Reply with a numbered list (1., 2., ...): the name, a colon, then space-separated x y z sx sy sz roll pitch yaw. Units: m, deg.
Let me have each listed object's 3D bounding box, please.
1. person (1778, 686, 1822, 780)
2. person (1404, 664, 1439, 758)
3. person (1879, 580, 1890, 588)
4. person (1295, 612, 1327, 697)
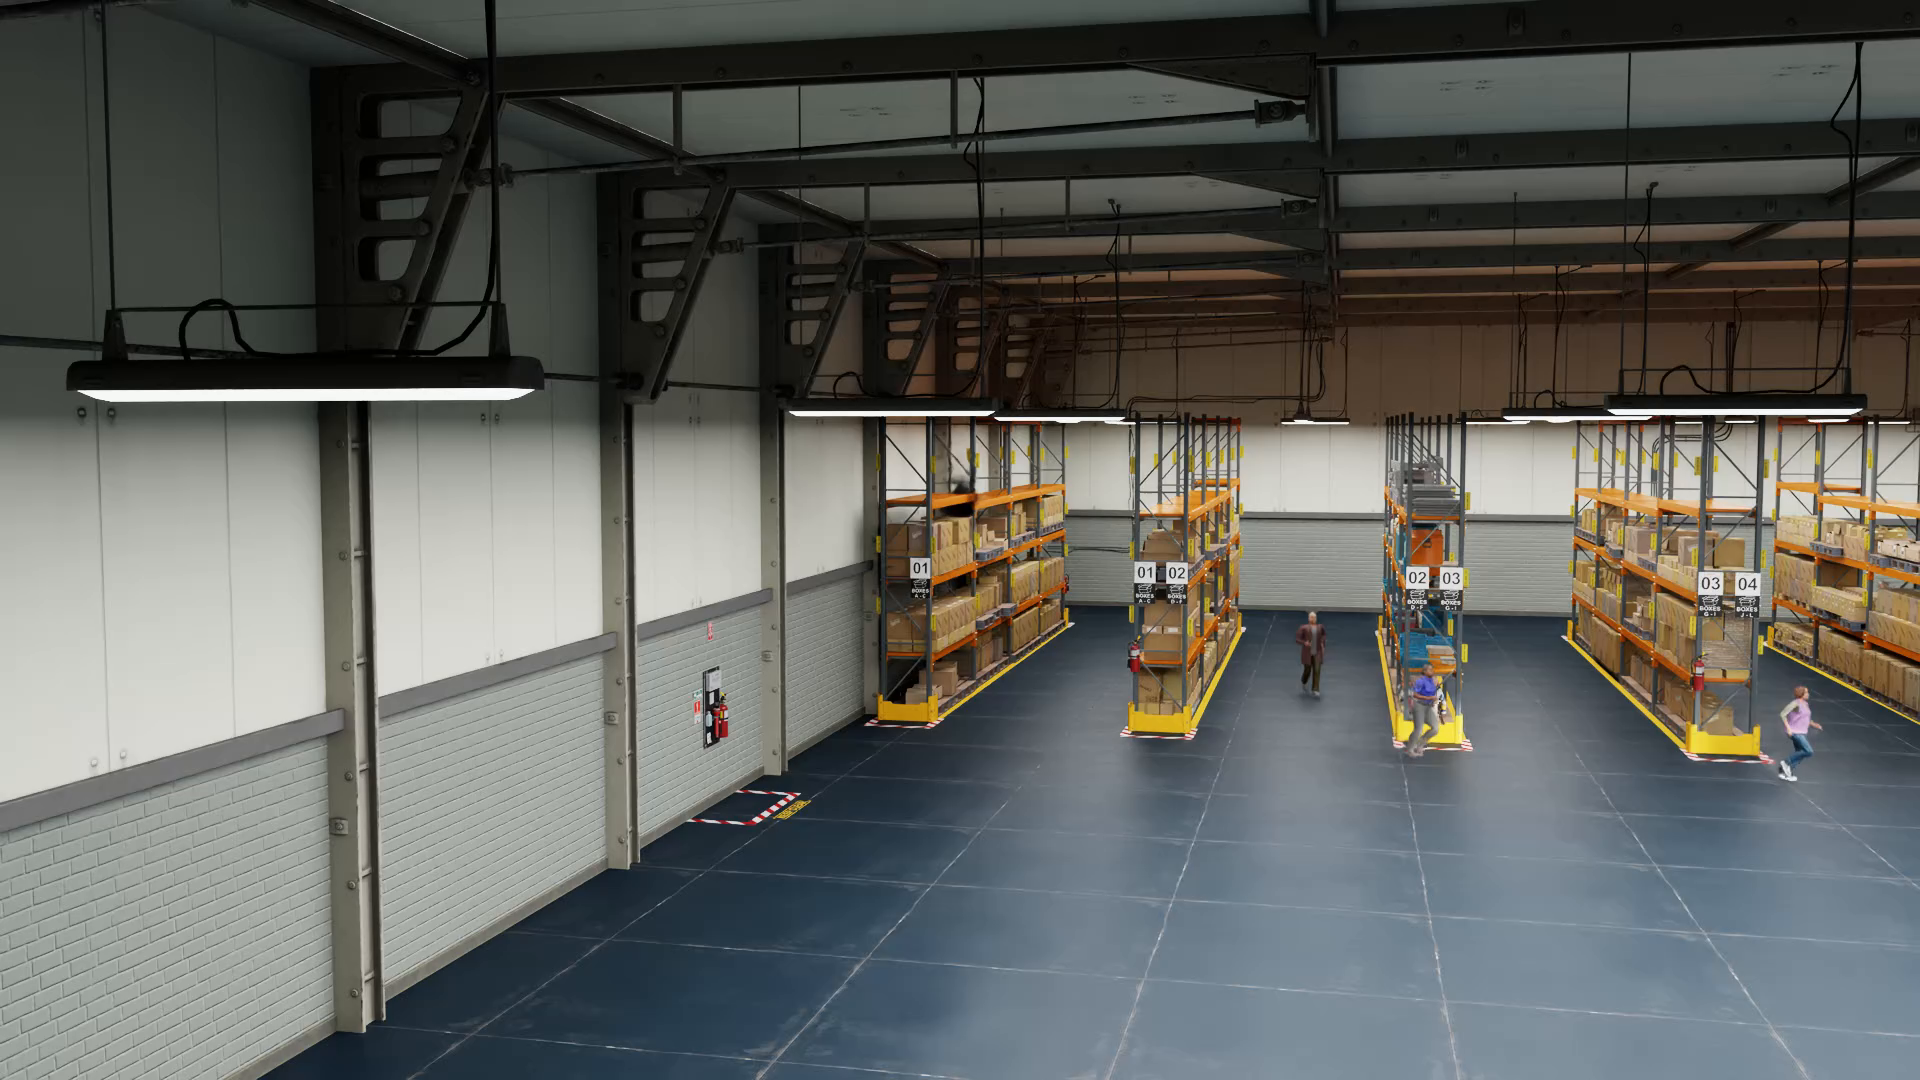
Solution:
1. person: 13.562 3.125 26.847 0.516 1.556 0.628 -3 5 -41
2. person: 8.102 2.965 28.852 0.586 1.631 0.637 -3 5 -34
3. person: 24.804 1.909 44.223 0.764 1.715 0.657 0 4 3
4. person: 7.496 2.410 35.423 0.715 1.756 1.000 0 4 -2
